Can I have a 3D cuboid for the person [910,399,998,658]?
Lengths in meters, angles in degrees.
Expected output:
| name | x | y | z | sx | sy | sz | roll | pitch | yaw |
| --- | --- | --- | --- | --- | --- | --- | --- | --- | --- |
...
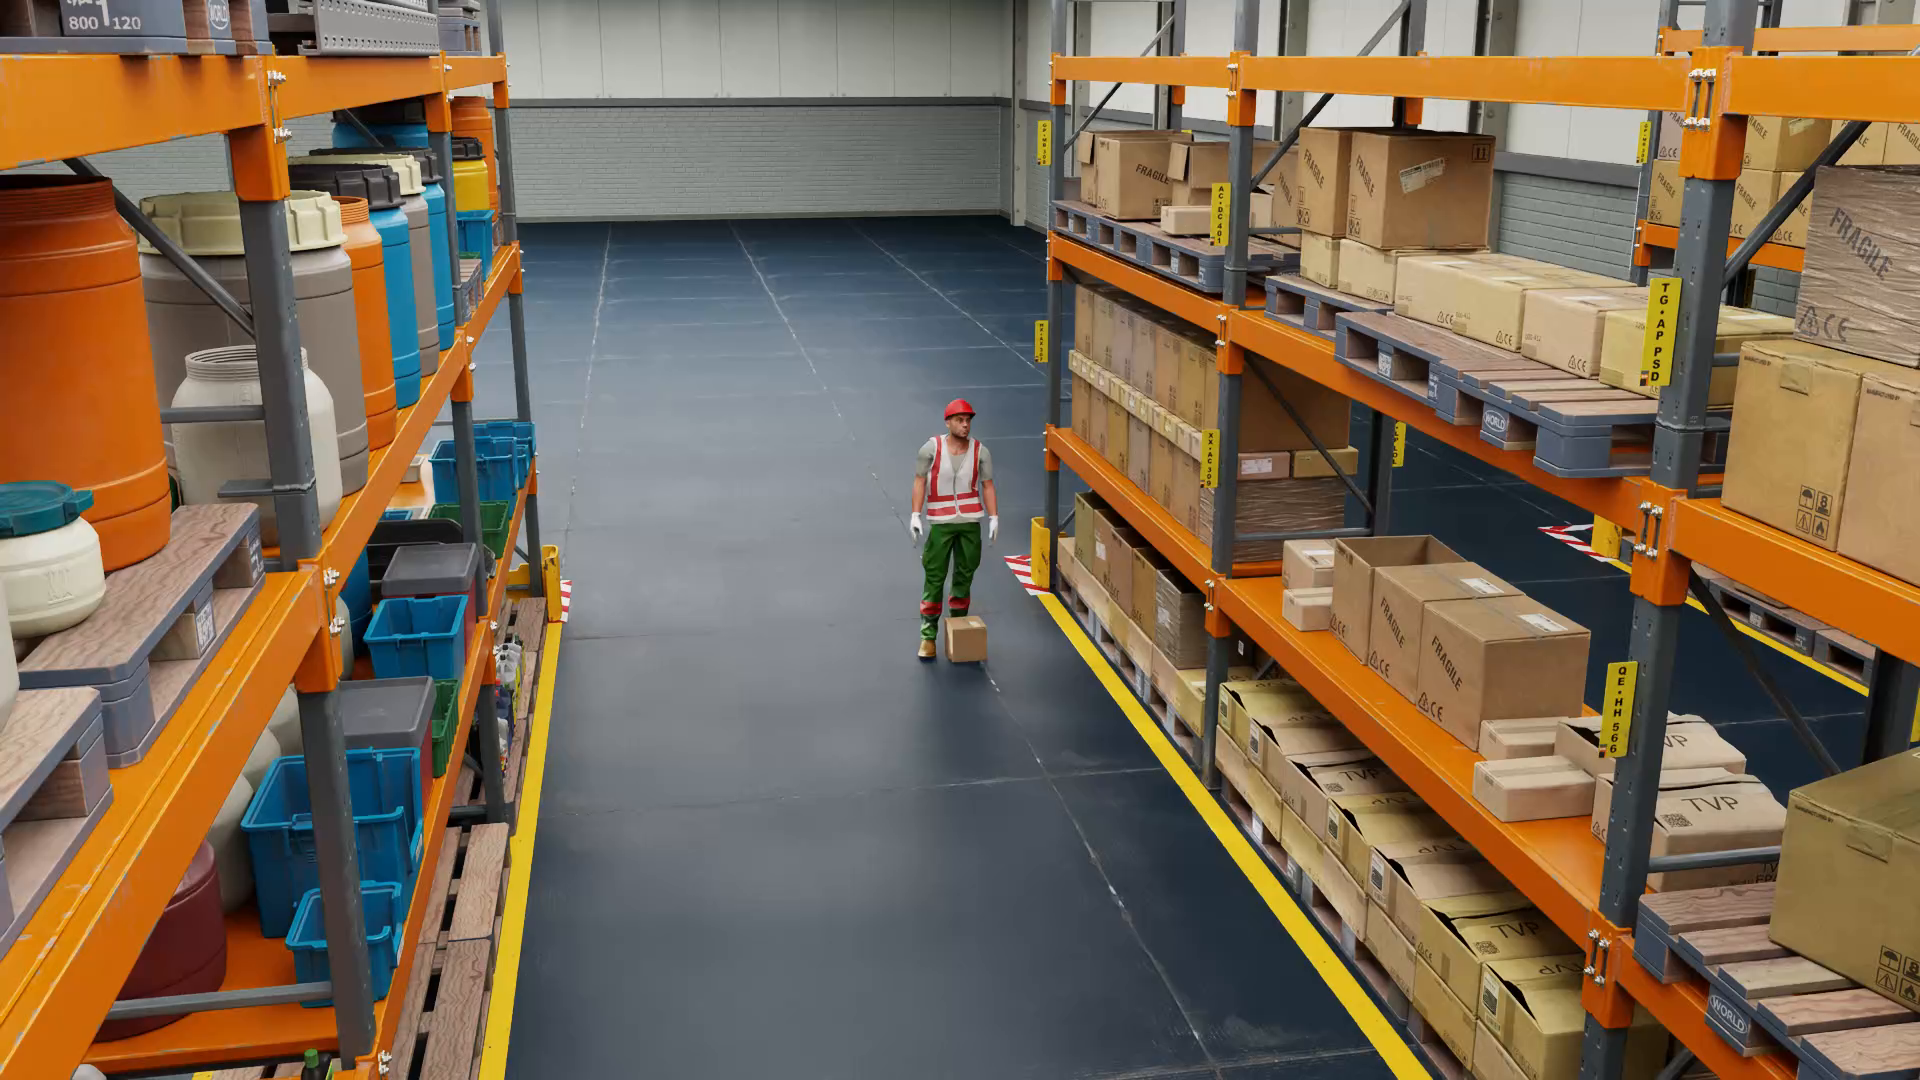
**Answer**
| name | x | y | z | sx | sy | sz | roll | pitch | yaw |
| --- | --- | --- | --- | --- | --- | --- | --- | --- | --- |
| person | -0.031 | -0.094 | 11.778 | 0.638 | 1.789 | 0.563 | -3 | 16 | -11 |
